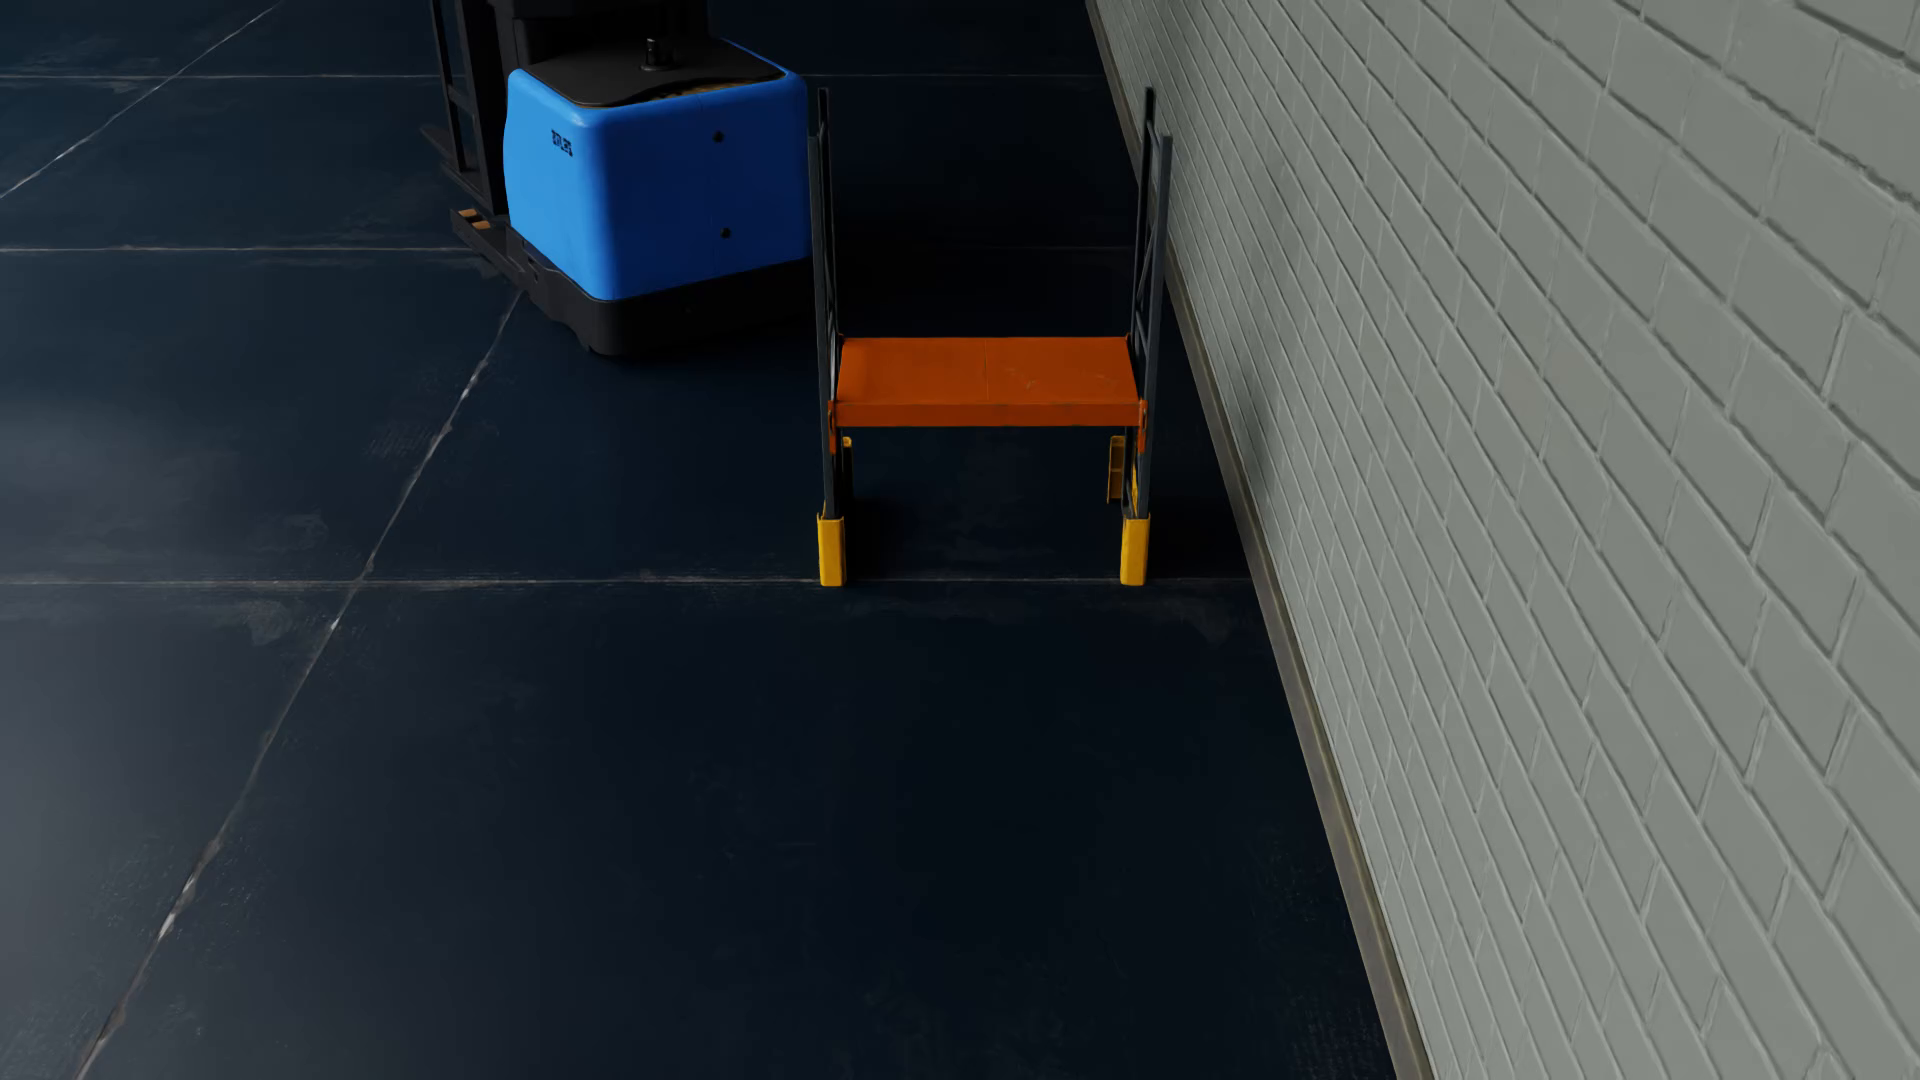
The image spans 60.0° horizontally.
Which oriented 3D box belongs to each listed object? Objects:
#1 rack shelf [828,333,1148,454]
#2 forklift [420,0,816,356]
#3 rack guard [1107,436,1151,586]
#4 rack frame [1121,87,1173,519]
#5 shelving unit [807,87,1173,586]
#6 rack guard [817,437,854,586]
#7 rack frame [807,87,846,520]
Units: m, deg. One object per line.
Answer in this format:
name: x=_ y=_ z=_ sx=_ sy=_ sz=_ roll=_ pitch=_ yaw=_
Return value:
rack shelf: x=0.085 y=-0.488 z=5.455 sx=1.000 sy=0.185 sz=0.538 roll=0 pitch=31 yaw=0
forklift: x=-1.831 y=-2.738 z=7.437 sx=1.130 sy=2.935 sz=3.031 roll=-18 pitch=36 yaw=-27
rack guard: x=0.574 y=-0.109 z=5.688 sx=0.087 sy=0.250 sz=0.587 roll=0 pitch=31 yaw=0
rack frame: x=0.594 y=-0.643 z=5.364 sx=0.032 sy=1.500 sz=0.500 roll=0 pitch=31 yaw=0
shelving unit: x=0.076 y=-0.641 z=5.361 sx=1.083 sy=1.500 sz=0.587 roll=0 pitch=31 yaw=0
rack guard: x=-0.422 y=-0.106 z=5.683 sx=0.087 sy=0.250 sz=0.587 roll=0 pitch=31 yaw=0
rack frame: x=-0.423 y=-0.640 z=5.359 sx=0.032 sy=1.500 sz=0.500 roll=0 pitch=31 yaw=0
